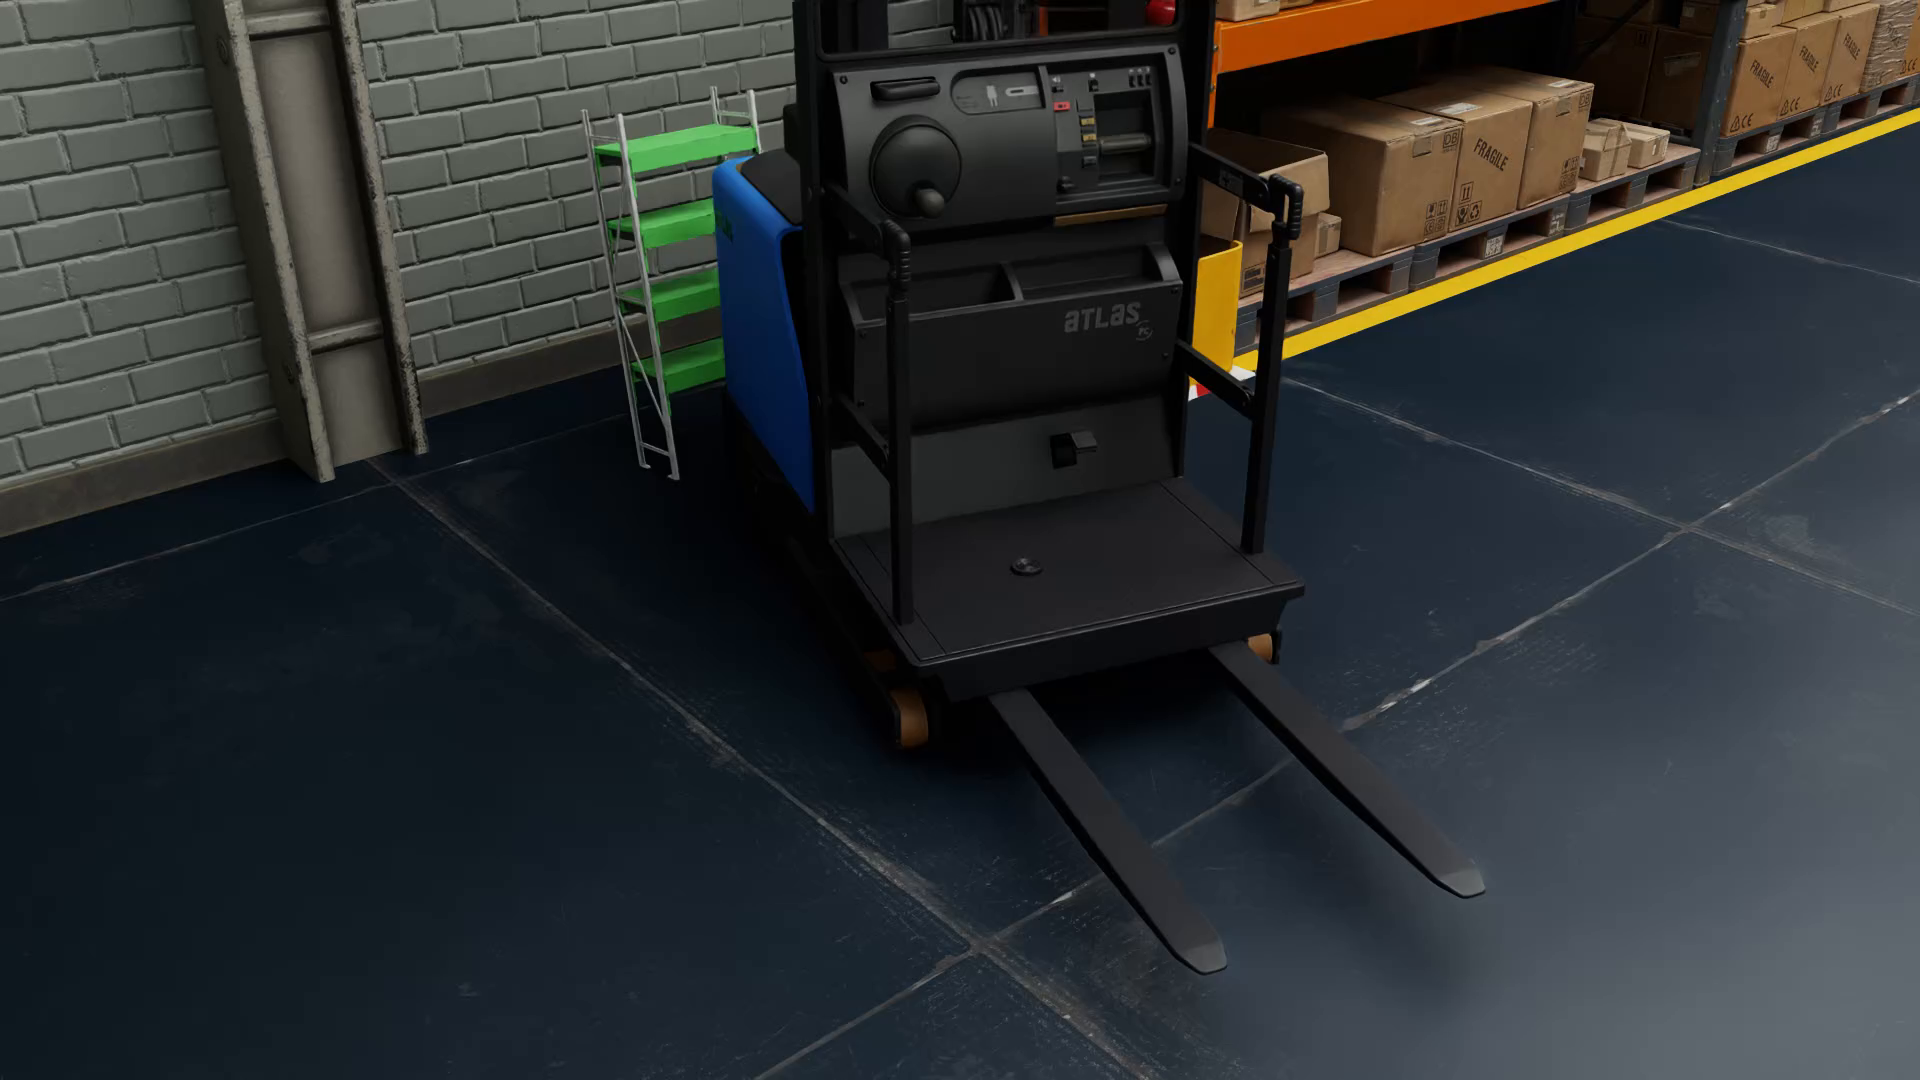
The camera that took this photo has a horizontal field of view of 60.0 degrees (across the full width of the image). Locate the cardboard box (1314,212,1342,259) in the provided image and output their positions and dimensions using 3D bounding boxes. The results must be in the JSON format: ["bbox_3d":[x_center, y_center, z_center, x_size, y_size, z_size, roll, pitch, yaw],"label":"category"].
[{"bbox_3d":[1.402,-1.328,7.132,0.250,0.149,0.380,-24,36,-37],"label":"cardboard box"}]

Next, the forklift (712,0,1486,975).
[{"bbox_3d":[0.221,-0.979,3.973,1.130,2.935,3.031,-11,30,-19],"label":"forklift"}]

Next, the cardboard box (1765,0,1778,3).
[{"bbox_3d":[4.182,-2.966,8.820,0.250,0.149,0.380,-24,36,-37],"label":"cardboard box"}]

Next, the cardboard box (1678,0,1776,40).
[{"bbox_3d":[4.015,-2.738,8.709,0.250,0.149,0.380,-20,34,-33],"label":"cardboard box"}]

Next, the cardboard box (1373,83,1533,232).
[{"bbox_3d":[2.196,-1.740,7.531,0.500,0.500,0.500,-21,35,-34],"label":"cardboard box"}]

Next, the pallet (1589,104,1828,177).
[{"bbox_3d":[4.164,-2.387,9.493,1.213,0.211,1.003,-22,35,-35],"label":"pallet"}]

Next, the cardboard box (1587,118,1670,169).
[{"bbox_3d":[3.337,-2.007,8.402,0.250,0.149,0.380,-23,36,-36],"label":"cardboard box"}]

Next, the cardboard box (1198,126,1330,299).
[{"bbox_3d":[1.054,-1.368,6.831,0.637,0.503,0.797,-24,36,-37],"label":"cardboard box"}]

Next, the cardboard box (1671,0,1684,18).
[{"bbox_3d":[3.859,-3.022,9.241,0.250,0.149,0.380,-22,35,-35],"label":"cardboard box"}]

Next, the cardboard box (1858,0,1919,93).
[{"bbox_3d":[5.264,-2.979,9.848,0.500,0.500,0.500,-23,36,-37],"label":"cardboard box"}]

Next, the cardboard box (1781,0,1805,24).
[{"bbox_3d":[4.364,-2.933,9.074,0.250,0.149,0.380,-24,36,-37],"label":"cardboard box"}]

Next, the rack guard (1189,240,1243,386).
[{"bbox_3d":[0.585,-1.052,6.688,0.348,0.500,1.175,-22,35,-35],"label":"rack guard"}]

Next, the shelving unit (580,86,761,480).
[{"bbox_3d":[-0.886,-0.857,5.552,0.503,1.200,0.258,-22,28,-35],"label":"shelving unit"}]

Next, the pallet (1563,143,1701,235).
[{"bbox_3d":[3.047,-1.915,8.610,1.213,0.211,1.003,-22,35,-35],"label":"pallet"}]

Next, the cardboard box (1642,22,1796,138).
[{"bbox_3d":[4.084,-2.505,8.961,0.500,0.500,0.500,-20,34,-33],"label":"cardboard box"}]

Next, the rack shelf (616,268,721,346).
[{"bbox_3d":[-0.880,-0.798,5.577,0.480,0.148,0.258,-22,28,-35],"label":"rack shelf"}]

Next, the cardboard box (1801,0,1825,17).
[{"bbox_3d":[4.563,-3.022,9.240,0.250,0.149,0.380,-23,35,-36],"label":"cardboard box"}]

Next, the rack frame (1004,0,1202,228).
[{"bbox_3d":[0.527,-2.131,6.055,0.127,3.000,1.000,-22,35,-35],"label":"rack frame"}]

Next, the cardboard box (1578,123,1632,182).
[{"bbox_3d":[3.065,-1.949,8.170,0.258,0.266,0.396,-20,34,-33],"label":"cardboard box"}]

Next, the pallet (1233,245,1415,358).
[{"bbox_3d":[1.190,-1.169,7.213,1.213,0.211,1.003,-22,35,-35],"label":"pallet"}]

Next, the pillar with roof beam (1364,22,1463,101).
[{"bbox_3d":[5.249,-4.567,4.249,0.400,9.000,9.100,-22,35,-35],"label":"pillar with roof beam"}]

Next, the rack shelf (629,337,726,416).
[{"bbox_3d":[-0.860,-0.577,5.668,0.480,0.148,0.258,-22,28,-35],"label":"rack shelf"}]

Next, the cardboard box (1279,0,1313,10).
[{"bbox_3d":[1.118,-2.117,6.295,0.250,0.149,0.380,-21,35,-34],"label":"cardboard box"}]

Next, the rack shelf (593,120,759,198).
[{"bbox_3d":[-0.921,-1.240,5.394,0.480,0.148,0.258,-22,28,-35],"label":"rack shelf"}]

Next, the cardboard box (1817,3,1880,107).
[{"bbox_3d":[4.865,-2.822,9.555,0.500,0.500,0.500,-23,36,-36],"label":"cardboard box"}]

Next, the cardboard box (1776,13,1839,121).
[{"bbox_3d":[4.482,-2.671,9.272,0.500,0.500,0.500,-22,35,-36],"label":"cardboard box"}]

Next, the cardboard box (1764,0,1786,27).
[{"bbox_3d":[4.176,-2.850,8.919,0.250,0.149,0.380,-23,36,-36],"label":"cardboard box"}]

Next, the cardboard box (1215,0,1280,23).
[{"bbox_3d":[0.955,-2.022,6.118,0.250,0.149,0.380,-22,35,-35],"label":"cardboard box"}]

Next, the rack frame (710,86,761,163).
[{"bbox_3d":[-0.702,-0.933,5.694,0.015,1.200,0.240,-22,28,-35],"label":"rack frame"}]

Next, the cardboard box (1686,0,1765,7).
[{"bbox_3d":[3.976,-2.891,8.680,0.250,0.149,0.380,-23,35,-36],"label":"cardboard box"}]

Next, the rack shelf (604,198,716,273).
[{"bbox_3d":[-0.901,-1.019,5.485,0.480,0.148,0.258,-22,28,-35],"label":"rack shelf"}]

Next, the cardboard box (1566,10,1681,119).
[{"bbox_3d":[3.751,-2.694,9.315,0.500,0.500,0.500,-22,35,-35],"label":"cardboard box"}]

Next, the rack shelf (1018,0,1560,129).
[{"bbox_3d":[2.048,-2.426,7.370,4.000,0.370,1.077,-22,35,-35],"label":"rack shelf"}]

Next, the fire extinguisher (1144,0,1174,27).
[{"bbox_3d":[0.715,-1.722,5.767,0.183,0.674,0.296,-22,35,-35],"label":"fire extinguisher"}]

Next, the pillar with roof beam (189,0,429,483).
[{"bbox_3d":[0.685,-2.732,0.814,0.400,9.000,9.100,-22,35,-35],"label":"pillar with roof beam"}]

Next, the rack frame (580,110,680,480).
[{"bbox_3d":[-1.070,-0.782,5.411,0.015,1.200,0.240,-22,28,-35],"label":"rack frame"}]

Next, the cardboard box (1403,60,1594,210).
[{"bbox_3d":[2.519,-1.932,7.889,0.500,0.500,0.700,-23,36,-37],"label":"cardboard box"}]

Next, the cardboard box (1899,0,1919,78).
[{"bbox_3d":[5.647,-3.144,10.158,0.500,0.500,0.500,-20,34,-33],"label":"cardboard box"}]

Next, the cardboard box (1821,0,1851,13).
[{"bbox_3d":[4.778,-3.085,9.358,0.250,0.149,0.380,-22,35,-35],"label":"cardboard box"}]

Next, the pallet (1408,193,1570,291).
[{"bbox_3d":[2.118,-1.540,7.908,1.213,0.211,1.003,-22,35,-35],"label":"pallet"}]

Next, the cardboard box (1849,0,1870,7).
[{"bbox_3d":[4.968,-3.160,9.498,0.250,0.149,0.380,-20,34,-33],"label":"cardboard box"}]

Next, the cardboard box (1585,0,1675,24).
[{"bbox_3d":[3.663,-2.939,9.086,0.250,0.149,0.380,-24,36,-37],"label":"cardboard box"}]

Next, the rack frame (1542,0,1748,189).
[{"bbox_3d":[3.570,-3.355,8.345,0.127,3.000,1.000,-22,35,-35],"label":"rack frame"}]

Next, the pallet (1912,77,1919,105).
[{"bbox_3d":[6.020,-3.134,10.890,1.213,0.211,1.003,-22,35,-35],"label":"pallet"}]

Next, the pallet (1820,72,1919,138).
[{"bbox_3d":[5.093,-2.762,10.195,1.213,0.211,1.003,-22,35,-35],"label":"pallet"}]

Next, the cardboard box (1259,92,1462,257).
[{"bbox_3d":[1.729,-1.614,7.295,0.500,0.500,0.700,-20,34,-33],"label":"cardboard box"}]
